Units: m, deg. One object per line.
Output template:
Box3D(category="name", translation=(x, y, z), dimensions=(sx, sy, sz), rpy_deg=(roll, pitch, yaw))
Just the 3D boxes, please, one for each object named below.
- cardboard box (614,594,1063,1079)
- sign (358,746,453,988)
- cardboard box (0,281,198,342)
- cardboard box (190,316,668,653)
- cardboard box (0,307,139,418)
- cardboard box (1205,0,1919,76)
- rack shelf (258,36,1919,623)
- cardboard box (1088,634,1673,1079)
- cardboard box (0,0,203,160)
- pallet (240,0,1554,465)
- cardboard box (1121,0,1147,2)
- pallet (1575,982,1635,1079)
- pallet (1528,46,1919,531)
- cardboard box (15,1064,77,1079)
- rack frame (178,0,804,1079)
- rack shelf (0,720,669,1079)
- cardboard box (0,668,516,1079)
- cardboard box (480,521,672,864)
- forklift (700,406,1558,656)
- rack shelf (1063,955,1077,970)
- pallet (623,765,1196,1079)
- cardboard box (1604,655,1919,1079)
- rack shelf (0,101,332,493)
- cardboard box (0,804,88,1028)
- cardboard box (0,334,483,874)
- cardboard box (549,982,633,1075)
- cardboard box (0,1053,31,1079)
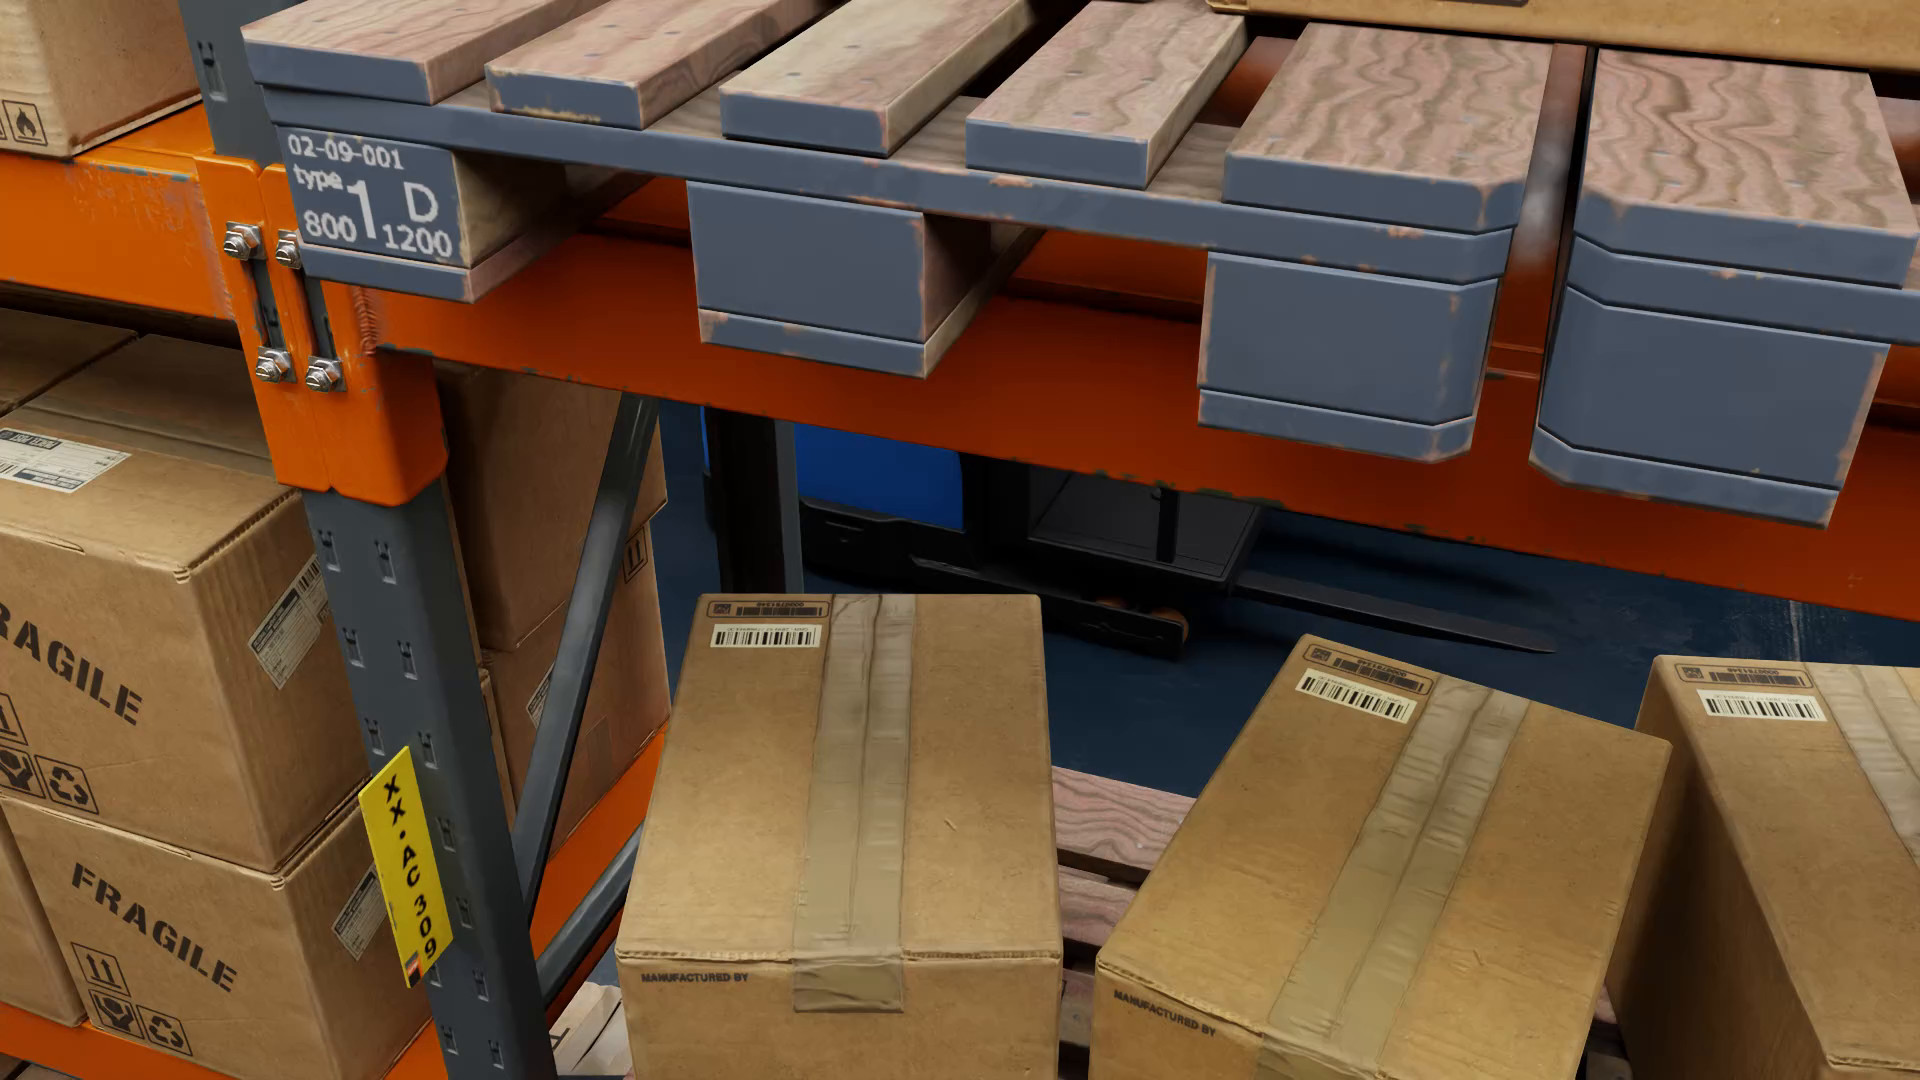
Box3D(category="cardboard box", translation=(-0.134, 0.475, 2.270), dimensions=(0.500, 0.500, 0.700), rpy_deg=(0, 33, 0))
Box3D(category="sign", translation=(-0.680, 0.407, 2.056), dimensions=(0.005, 0.325, 0.100), rpy_deg=(11, 34, 16))
Box3D(category="cardboard box", translation=(-1.339, -0.294, 2.926), dimensions=(0.500, 0.500, 0.500), rpy_deg=(10, 34, 15))
Box3D(category="cardboard box", translation=(-0.853, -0.200, 2.780), dimensions=(0.500, 0.500, 0.500), rpy_deg=(12, 35, 18))
Box3D(category="cardboard box", translation=(-1.551, -0.023, 2.506), dimensions=(0.500, 0.500, 0.500), rpy_deg=(10, 34, 16))
Box3D(category="cardboard box", translation=(0.582, -0.788, 1.368), dimensions=(0.600, 0.600, 0.600), rpy_deg=(11, 34, 16))
Box3D(category="rack shelf", translation=(1.379, -0.100, 1.537), dimensions=(4.000, 0.370, 1.077), rpy_deg=(11, 34, 16))
Box3D(category="cardboard box", translation=(0.535, 0.568, 2.125), dimensions=(0.500, 0.500, 0.700), rpy_deg=(17, 36, 24))
Box3D(category="cardboard box", translation=(-1.052, -0.658, 1.877), dimensions=(0.500, 0.250, 0.500), rpy_deg=(11, 34, 16))
Box3D(category="pallet", translation=(0.086, -0.534, 1.719), dimensions=(1.003, 0.211, 1.213), rpy_deg=(11, 34, 16))
Box3D(category="cardboard box", translation=(-0.055, -0.899, 1.539), dimensions=(0.600, 0.600, 0.600), rpy_deg=(8, 34, 12))
Box3D(category="pallet", translation=(1.429, 0.951, 2.188), dimensions=(1.213, 0.211, 1.003), rpy_deg=(11, 34, 16))
Box3D(category="pallet", translation=(1.063, -0.346, 1.428), dimensions=(1.003, 0.211, 1.213), rpy_deg=(11, 34, 16))
Box3D(category="cardboard box", translation=(-1.842, 1.340, 3.482), dimensions=(0.500, 0.311, 0.500), rpy_deg=(11, 34, 16))
Box3D(category="rack frame", translation=(-0.505, 0.494, 2.720), dimensions=(0.053, 2.616, 0.949), rpy_deg=(11, 34, 16))
Box3D(category="rack shelf", translation=(-2.387, 0.428, 3.484), dimensions=(4.000, 0.370, 1.077), rpy_deg=(11, 34, 16))
Box3D(category="cardboard box", translation=(-1.061, 0.490, 2.634), dimensions=(0.500, 0.500, 0.500), rpy_deg=(12, 35, 17))
Box3D(category="cardboard box", translation=(-0.892, 0.218, 3.055), dimensions=(0.500, 0.500, 0.500), rpy_deg=(12, 35, 18))
Box3D(category="forklift", translation=(0.619, -1.165, 5.352), dimensions=(3.031, 2.935, 1.130), rpy_deg=(13, 35, 19))
Box3D(category="rack shelf", translation=(1.379, 1.160, 2.350), dimensions=(4.000, 0.370, 1.077), rpy_deg=(11, 34, 16))
Box3D(category="pallet", translation=(0.211, 0.775, 2.461), dimensions=(1.213, 0.211, 1.003), rpy_deg=(11, 34, 16))
Box3D(category="cardboard box", translation=(1.180, 0.566, 2.129), dimensions=(0.500, 0.500, 0.700), rpy_deg=(3, 33, 4))
Box3D(category="rack shelf", translation=(-2.387, -0.832, 2.671), dimensions=(4.000, 0.370, 1.077), rpy_deg=(11, 34, 16))
Box3D(category="cardboard box", translation=(-1.547, 0.396, 2.779), dimensions=(0.500, 0.500, 0.500), rpy_deg=(12, 35, 18))
Box3D(category="cardboard box", translation=(-1.068, 0.070, 2.362), dimensions=(0.500, 0.500, 0.500), rpy_deg=(11, 34, 17))
Box3D(category="cardboard box", translation=(-0.826, 1.250, 3.622), dimensions=(0.500, 0.311, 0.500), rpy_deg=(11, 34, 16))
Box3D(category="cardboard box", translation=(-2.275, 1.015, 3.808), dimensions=(0.637, 0.503, 0.797), rpy_deg=(11, 34, 16))
